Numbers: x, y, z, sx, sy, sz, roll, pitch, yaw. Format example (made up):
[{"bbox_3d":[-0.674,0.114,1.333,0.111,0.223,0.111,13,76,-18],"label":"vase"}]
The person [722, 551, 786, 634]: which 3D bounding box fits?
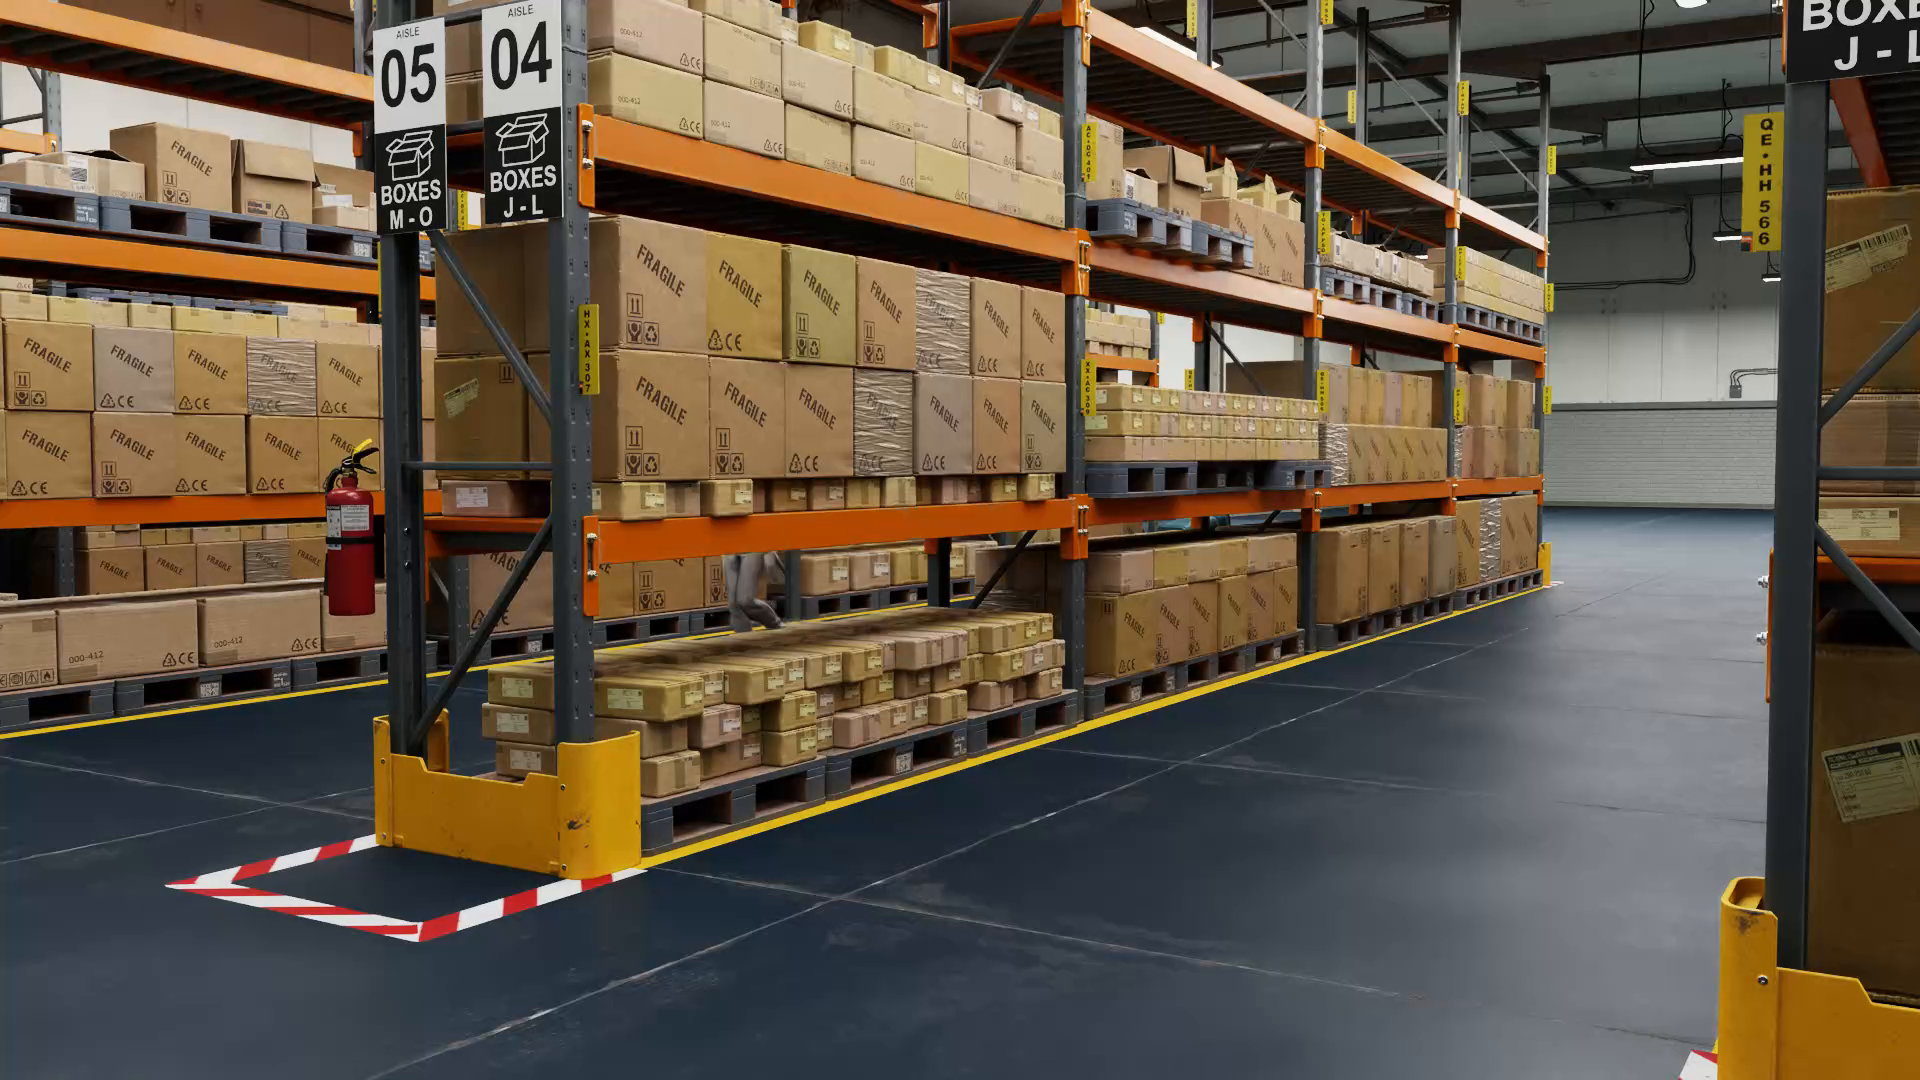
[{"bbox_3d":[-1.513,0.073,11.973,0.483,1.679,0.472,2,4,40],"label":"person"}]
